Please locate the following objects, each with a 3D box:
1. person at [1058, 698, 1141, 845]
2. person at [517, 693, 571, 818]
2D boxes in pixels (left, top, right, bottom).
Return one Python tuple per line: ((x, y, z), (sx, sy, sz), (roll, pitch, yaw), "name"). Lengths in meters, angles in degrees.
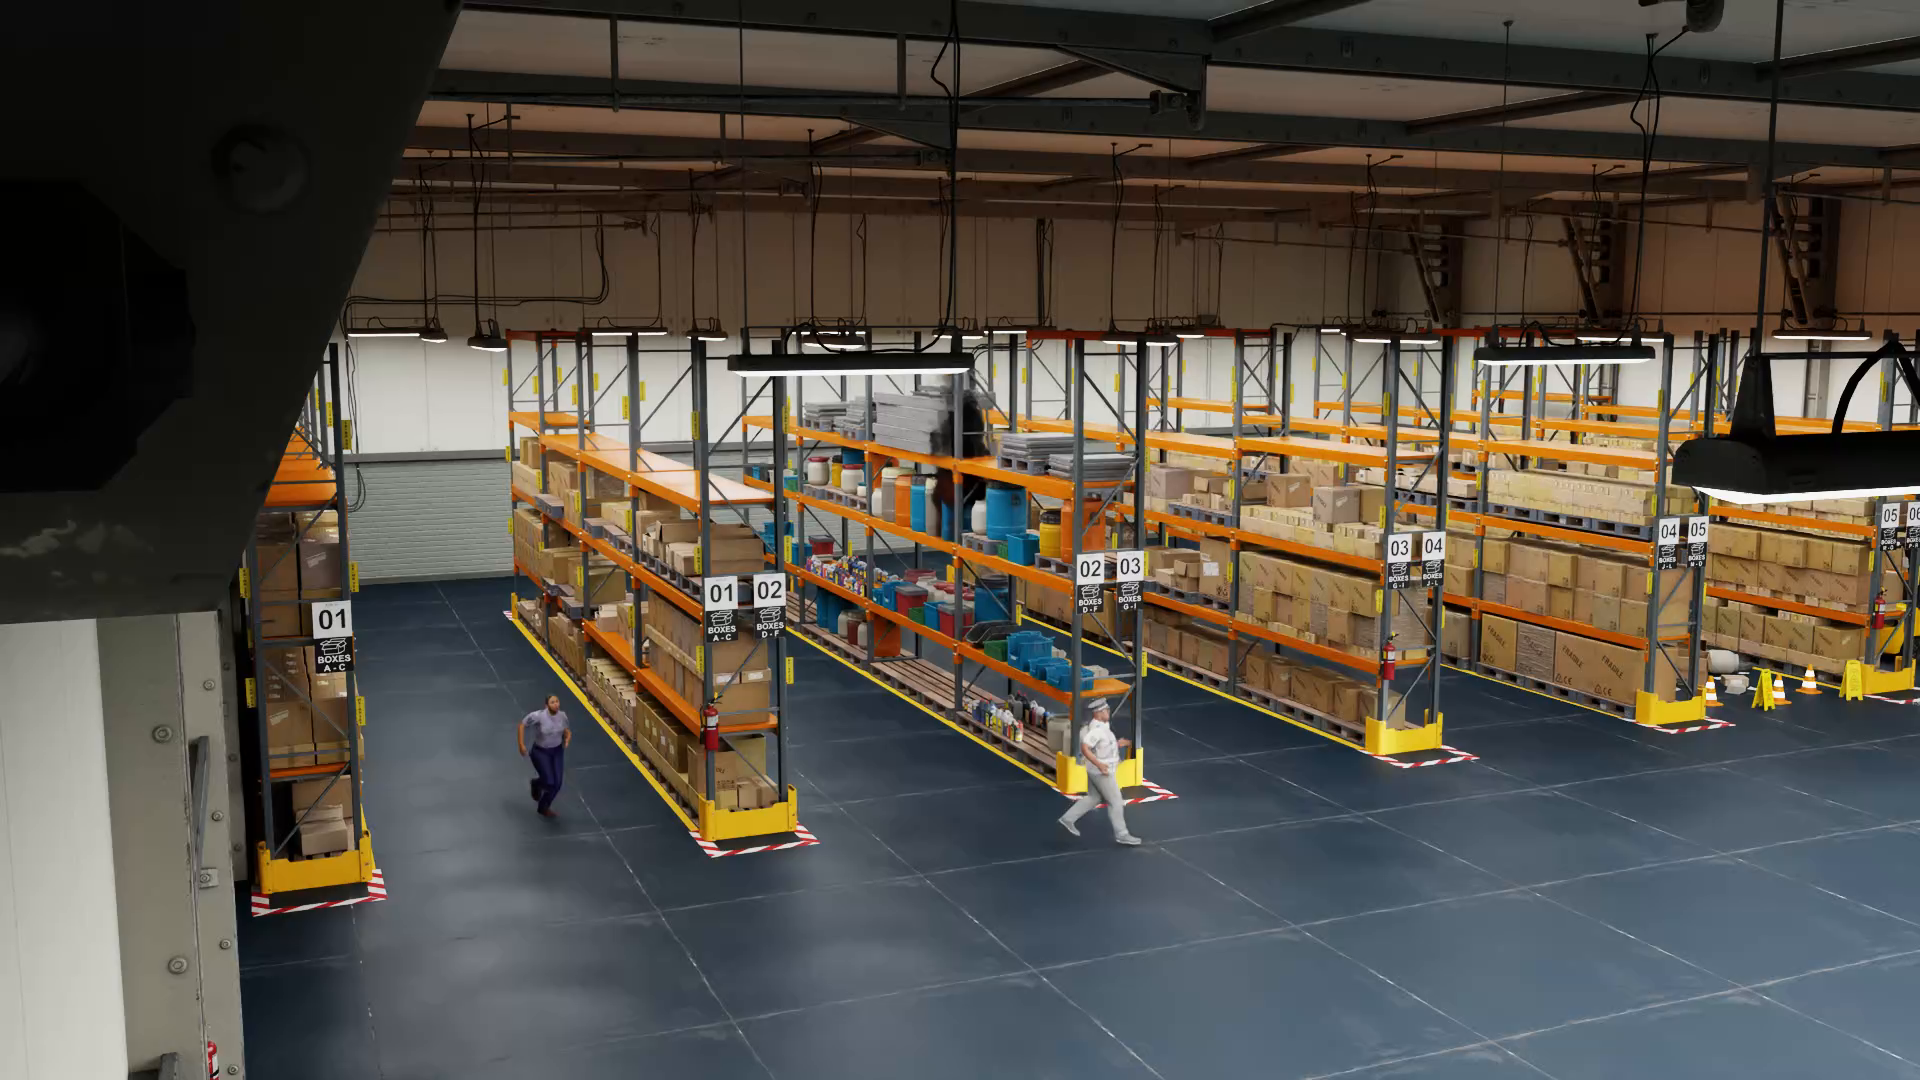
((1.677, 2.744, 19.829), (0.989, 1.768, 0.664), (0, 8, -2), "person")
((-5.182, 2.718, 20.955), (0.646, 1.600, 0.622), (-7, 11, -43), "person")
